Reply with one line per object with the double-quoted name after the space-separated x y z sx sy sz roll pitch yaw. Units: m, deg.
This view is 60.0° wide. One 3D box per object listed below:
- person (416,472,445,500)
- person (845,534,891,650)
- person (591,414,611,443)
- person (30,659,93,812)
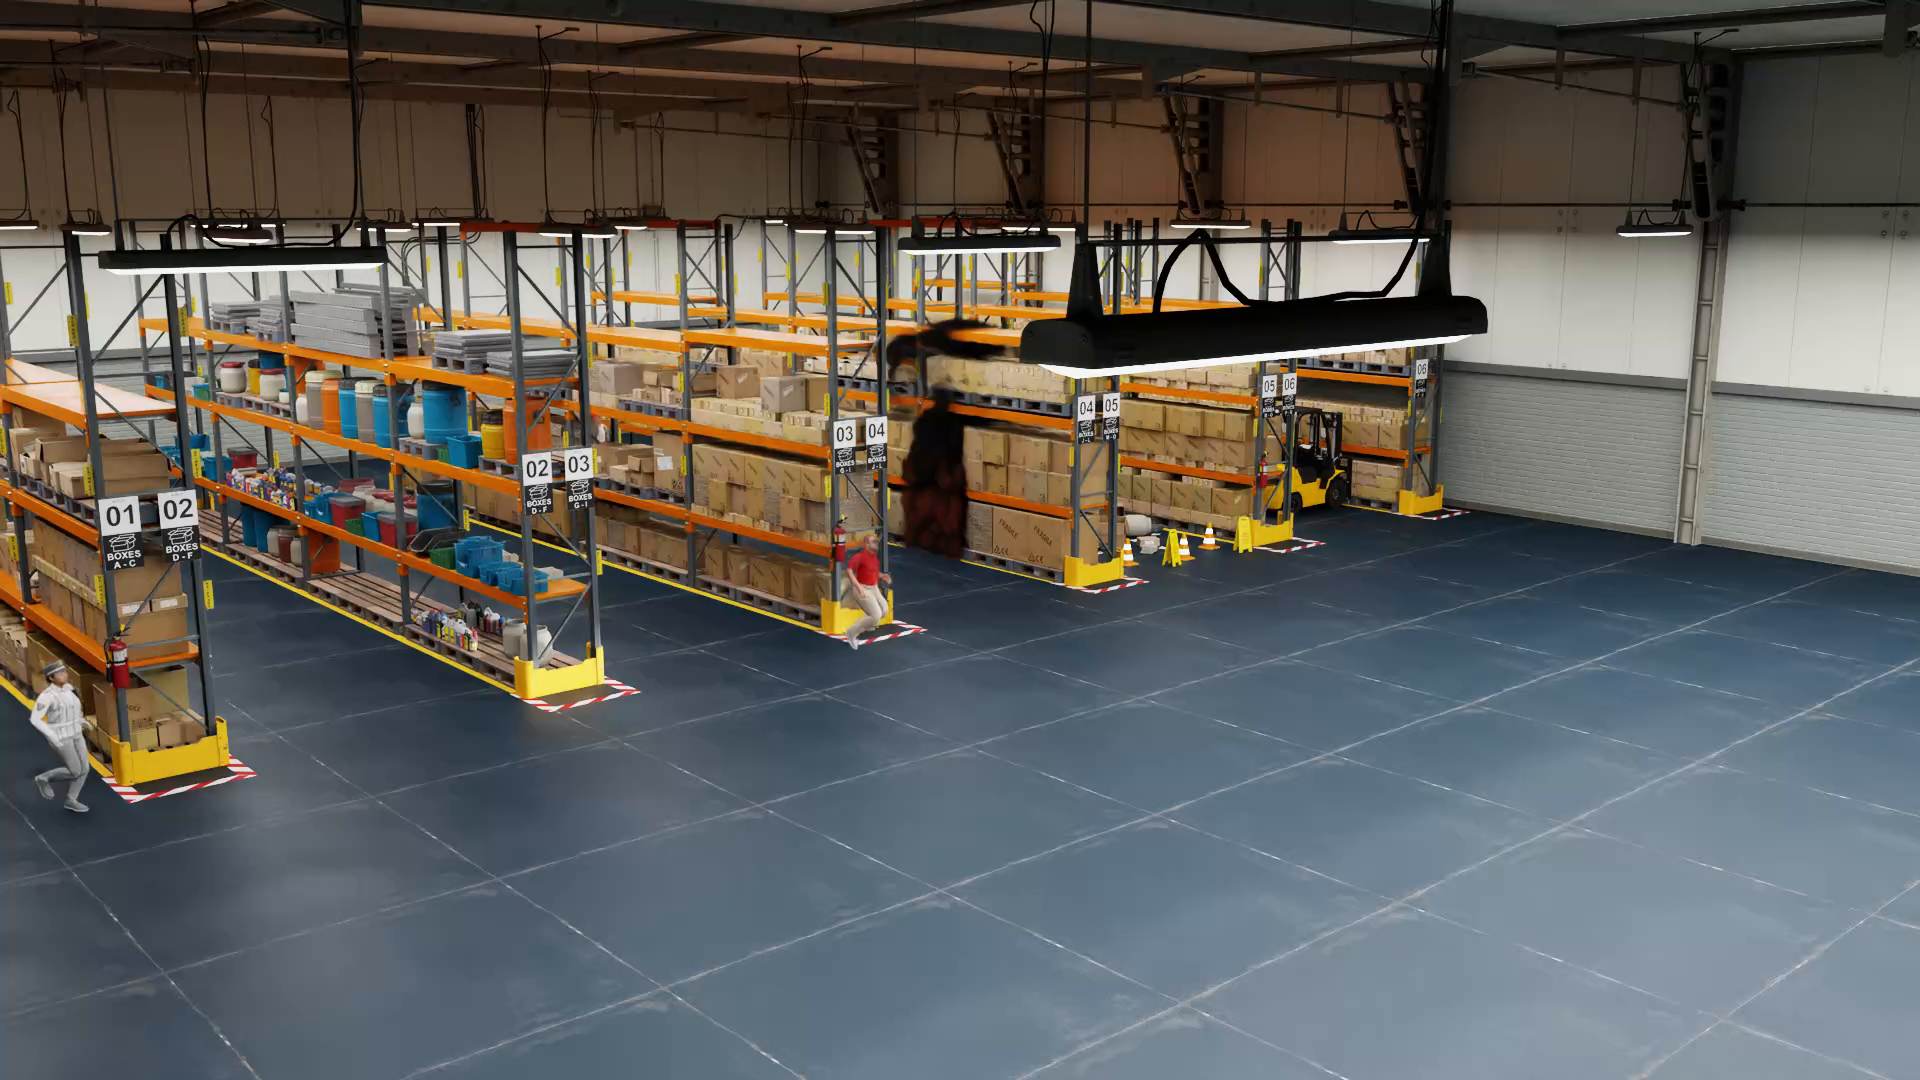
-9.112 -0.398 29.258 0.916 1.796 0.656 9 15 39 "person"
-1.307 0.735 23.892 0.613 1.666 0.647 3 12 15 "person"
-8.026 -1.933 36.913 0.630 1.843 0.736 -11 15 -42 "person"
-9.455 2.062 17.536 0.514 1.660 0.625 2 12 10 "person"
